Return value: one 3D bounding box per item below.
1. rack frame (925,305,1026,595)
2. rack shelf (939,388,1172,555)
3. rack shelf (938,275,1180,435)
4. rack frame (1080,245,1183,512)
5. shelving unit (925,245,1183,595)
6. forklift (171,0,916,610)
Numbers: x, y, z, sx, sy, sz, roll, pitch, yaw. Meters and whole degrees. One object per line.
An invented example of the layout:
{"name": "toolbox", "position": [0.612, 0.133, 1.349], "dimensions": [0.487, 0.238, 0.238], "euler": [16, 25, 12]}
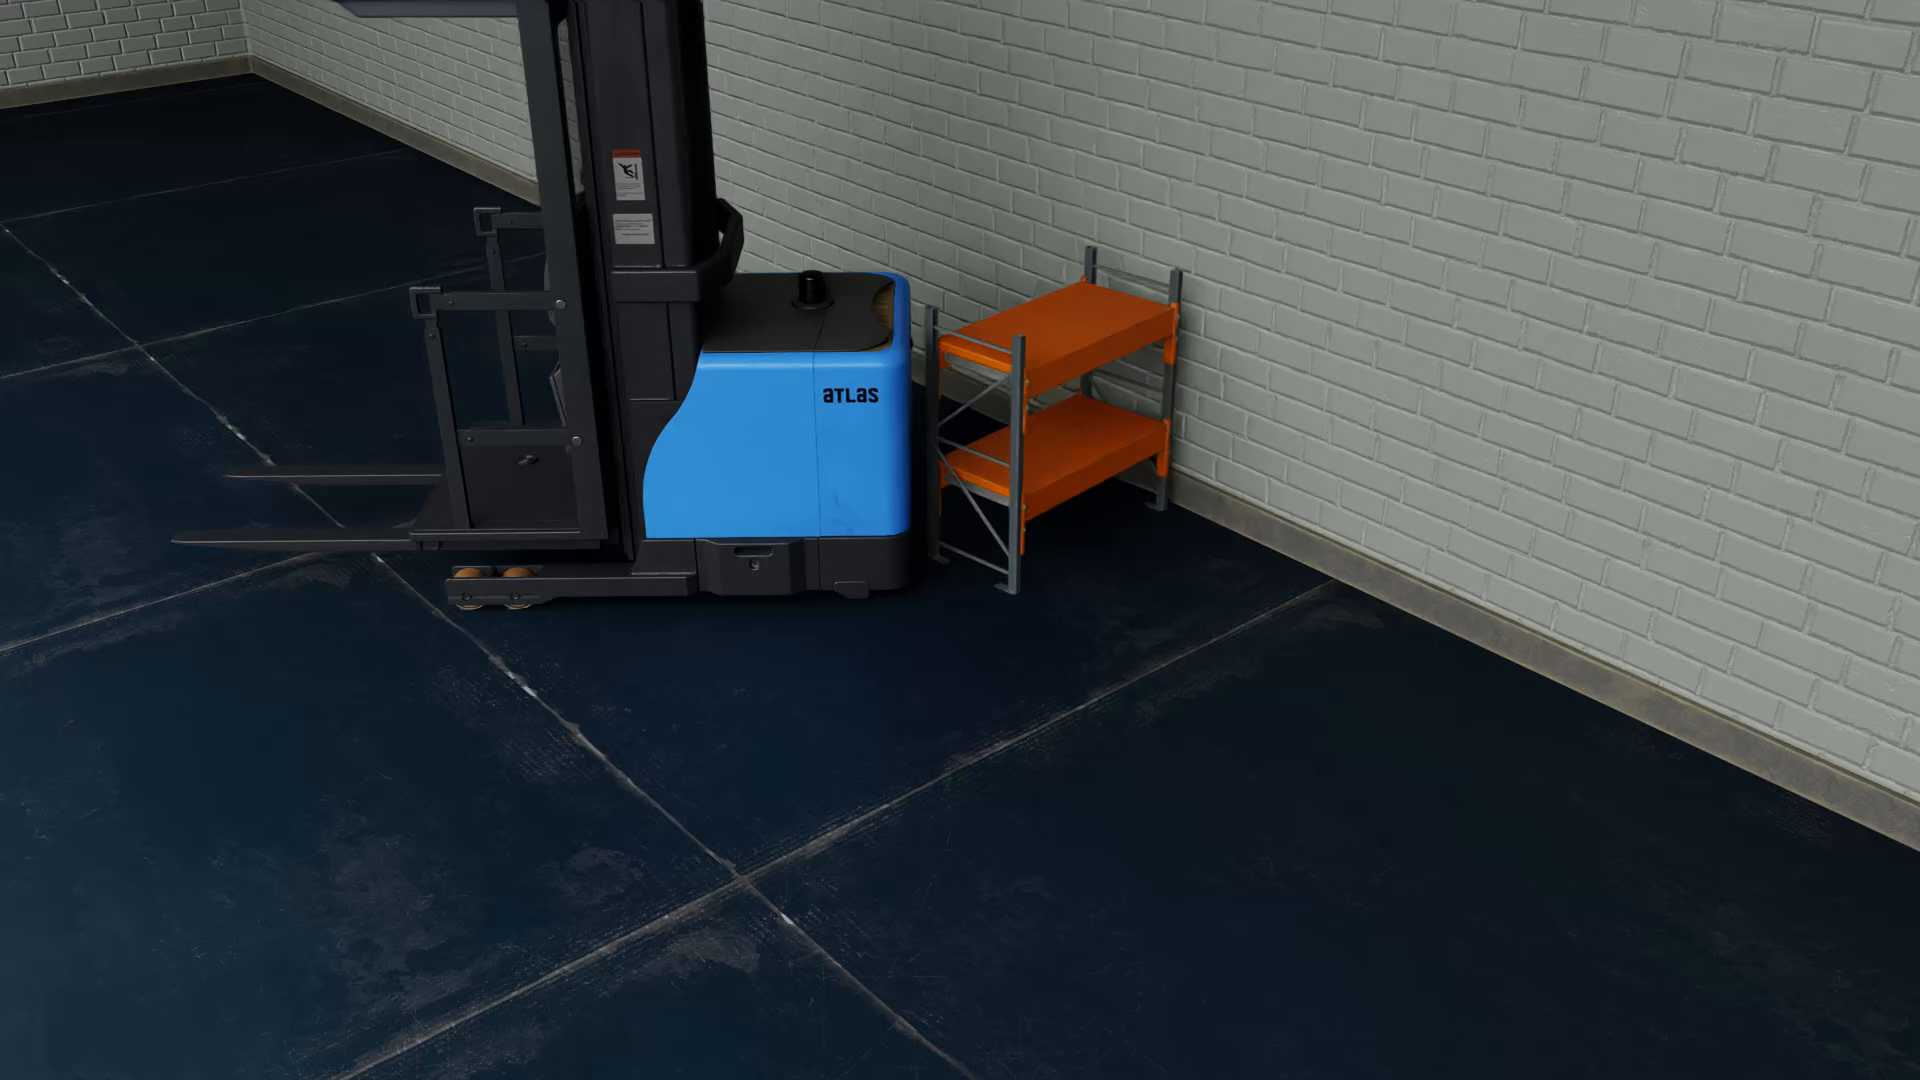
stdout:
{"name": "rack frame", "position": [0.055, -0.354, 6.719], "dimensions": [0.500, 1.125, 0.032], "euler": [23, 36, 37]}
{"name": "rack shelf", "position": [0.398, -0.315, 7.166], "dimensions": [0.538, 0.278, 1.000], "euler": [23, 36, 37]}
{"name": "rack shelf", "position": [0.398, -0.789, 6.912], "dimensions": [0.538, 0.278, 1.000], "euler": [23, 36, 37]}
{"name": "rack frame", "position": [0.741, -0.708, 7.381], "dimensions": [0.500, 1.125, 0.032], "euler": [23, 36, 37]}
{"name": "shelving unit", "position": [0.398, -0.531, 7.050], "dimensions": [0.538, 1.125, 1.048], "euler": [23, 36, 37]}
{"name": "forklift", "position": [-1.708, -1.262, 6.502], "dimensions": [3.031, 2.935, 1.130], "euler": [-1, 28, -1]}
